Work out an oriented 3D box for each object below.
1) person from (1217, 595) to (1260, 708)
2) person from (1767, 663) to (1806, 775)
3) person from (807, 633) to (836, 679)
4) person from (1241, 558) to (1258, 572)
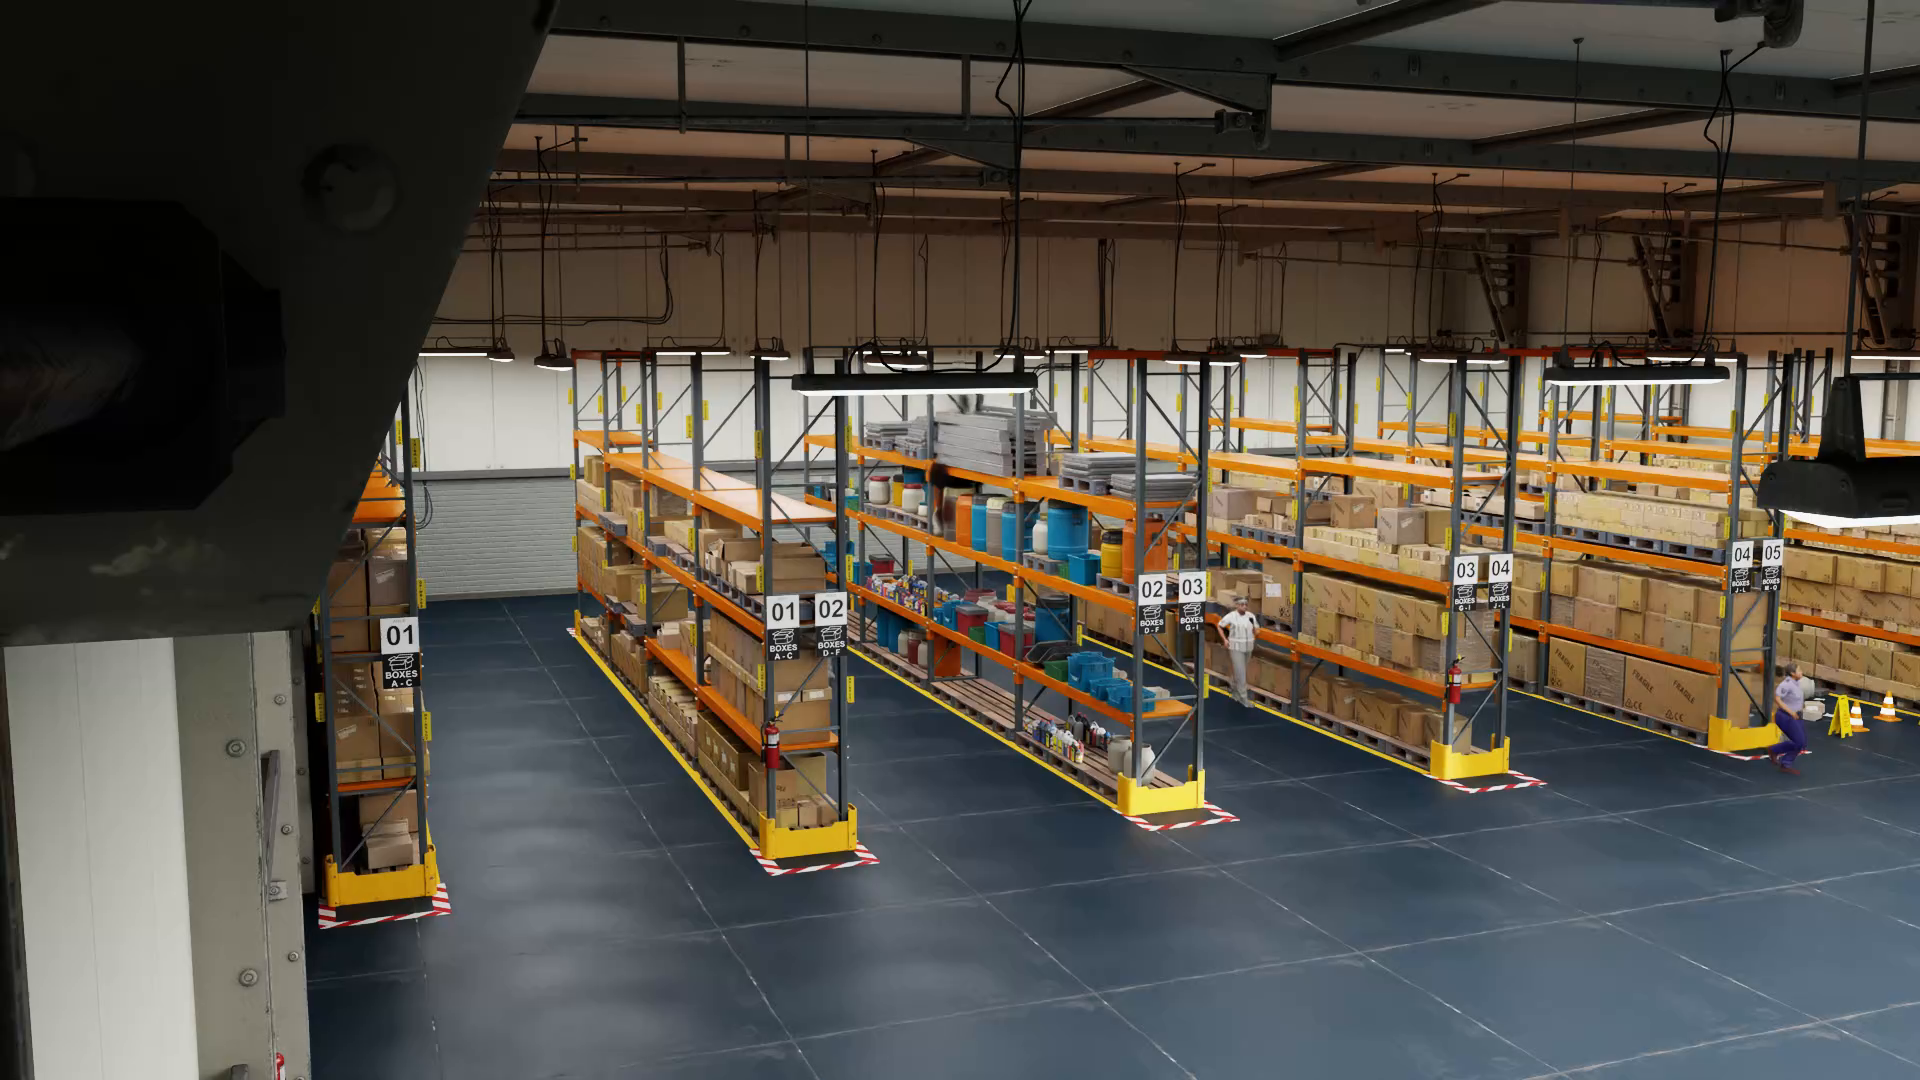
[{"bbox_3d":[4.607,1.801,27.118,0.661,1.818,0.900,-3,8,-22],"label":"person"},{"bbox_3d":[11.961,2.585,23.978,0.522,1.596,0.638,6,10,42],"label":"person"},{"bbox_3d":[-2.459,1.528,29.158,0.661,1.821,0.847,-5,9,-34],"label":"person"},{"bbox_3d":[7.082,0.360,41.386,0.891,1.651,0.674,5,9,37],"label":"person"}]
